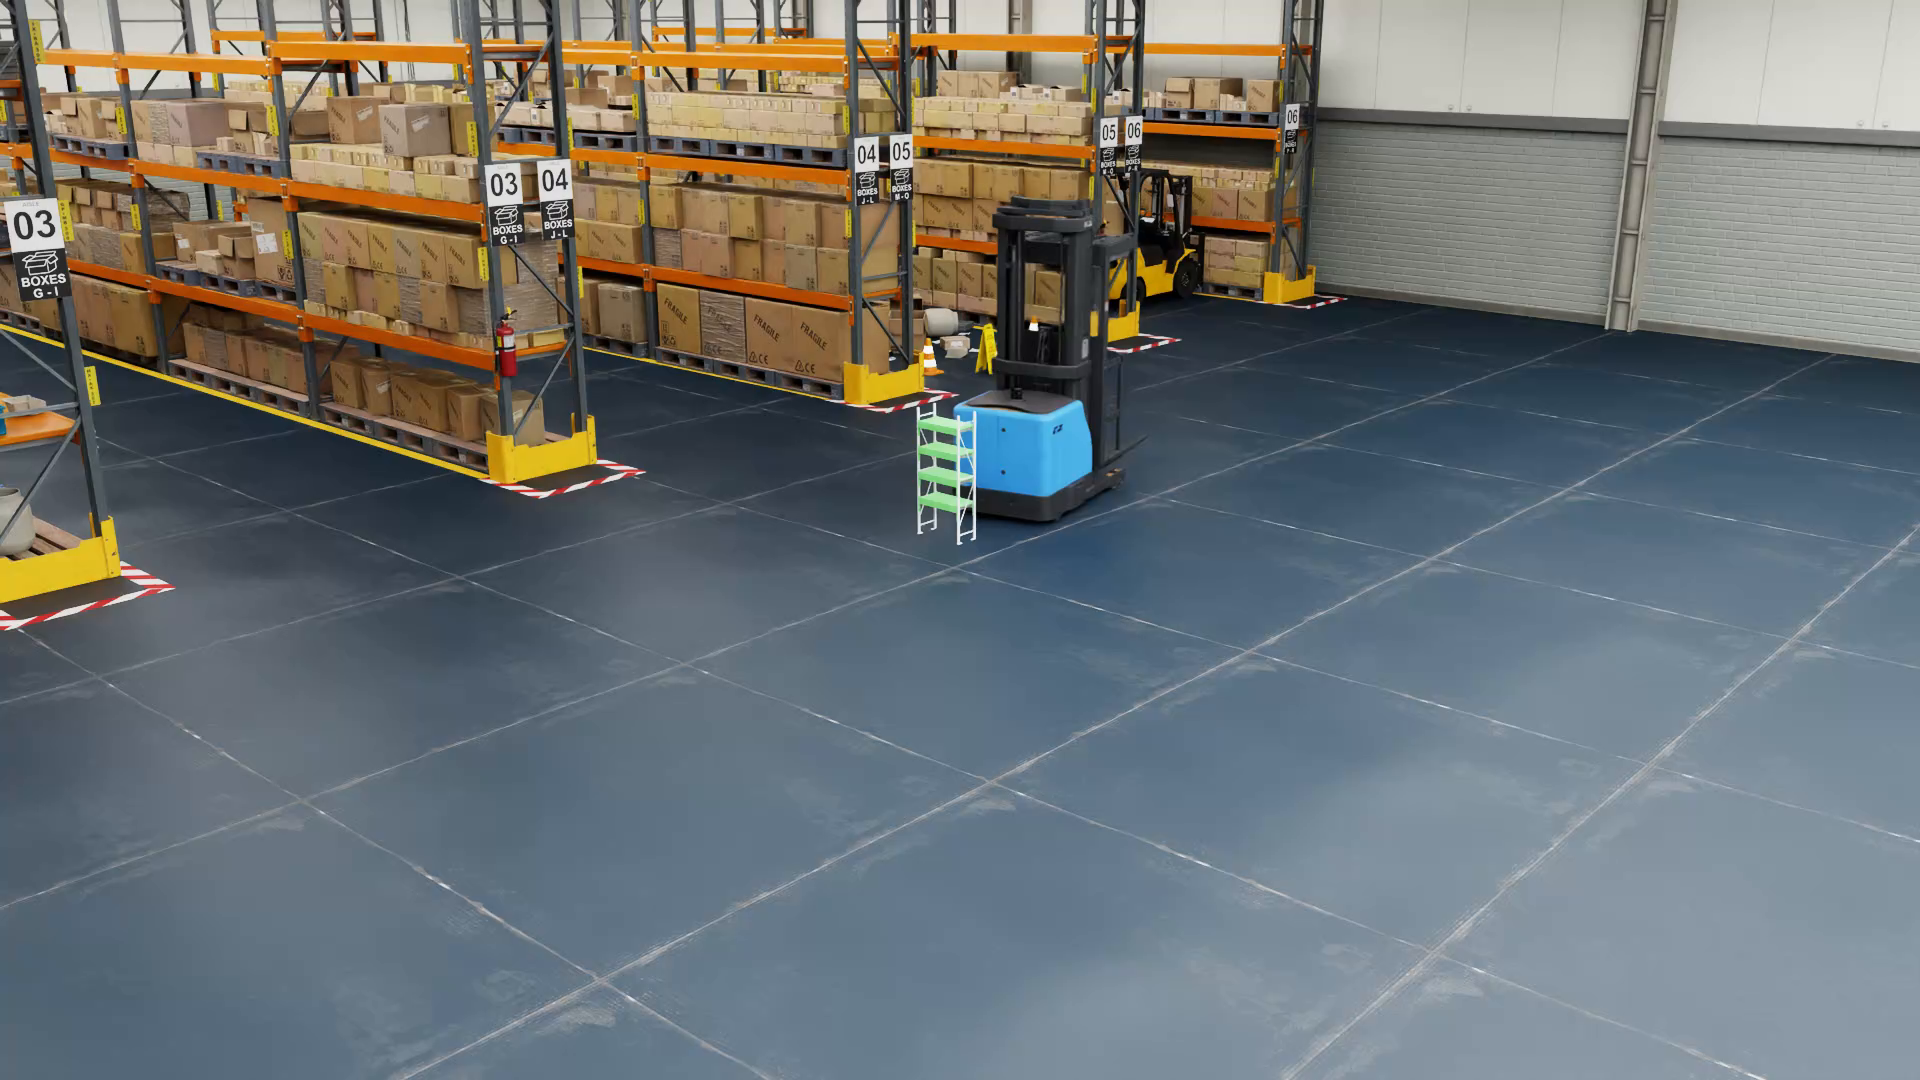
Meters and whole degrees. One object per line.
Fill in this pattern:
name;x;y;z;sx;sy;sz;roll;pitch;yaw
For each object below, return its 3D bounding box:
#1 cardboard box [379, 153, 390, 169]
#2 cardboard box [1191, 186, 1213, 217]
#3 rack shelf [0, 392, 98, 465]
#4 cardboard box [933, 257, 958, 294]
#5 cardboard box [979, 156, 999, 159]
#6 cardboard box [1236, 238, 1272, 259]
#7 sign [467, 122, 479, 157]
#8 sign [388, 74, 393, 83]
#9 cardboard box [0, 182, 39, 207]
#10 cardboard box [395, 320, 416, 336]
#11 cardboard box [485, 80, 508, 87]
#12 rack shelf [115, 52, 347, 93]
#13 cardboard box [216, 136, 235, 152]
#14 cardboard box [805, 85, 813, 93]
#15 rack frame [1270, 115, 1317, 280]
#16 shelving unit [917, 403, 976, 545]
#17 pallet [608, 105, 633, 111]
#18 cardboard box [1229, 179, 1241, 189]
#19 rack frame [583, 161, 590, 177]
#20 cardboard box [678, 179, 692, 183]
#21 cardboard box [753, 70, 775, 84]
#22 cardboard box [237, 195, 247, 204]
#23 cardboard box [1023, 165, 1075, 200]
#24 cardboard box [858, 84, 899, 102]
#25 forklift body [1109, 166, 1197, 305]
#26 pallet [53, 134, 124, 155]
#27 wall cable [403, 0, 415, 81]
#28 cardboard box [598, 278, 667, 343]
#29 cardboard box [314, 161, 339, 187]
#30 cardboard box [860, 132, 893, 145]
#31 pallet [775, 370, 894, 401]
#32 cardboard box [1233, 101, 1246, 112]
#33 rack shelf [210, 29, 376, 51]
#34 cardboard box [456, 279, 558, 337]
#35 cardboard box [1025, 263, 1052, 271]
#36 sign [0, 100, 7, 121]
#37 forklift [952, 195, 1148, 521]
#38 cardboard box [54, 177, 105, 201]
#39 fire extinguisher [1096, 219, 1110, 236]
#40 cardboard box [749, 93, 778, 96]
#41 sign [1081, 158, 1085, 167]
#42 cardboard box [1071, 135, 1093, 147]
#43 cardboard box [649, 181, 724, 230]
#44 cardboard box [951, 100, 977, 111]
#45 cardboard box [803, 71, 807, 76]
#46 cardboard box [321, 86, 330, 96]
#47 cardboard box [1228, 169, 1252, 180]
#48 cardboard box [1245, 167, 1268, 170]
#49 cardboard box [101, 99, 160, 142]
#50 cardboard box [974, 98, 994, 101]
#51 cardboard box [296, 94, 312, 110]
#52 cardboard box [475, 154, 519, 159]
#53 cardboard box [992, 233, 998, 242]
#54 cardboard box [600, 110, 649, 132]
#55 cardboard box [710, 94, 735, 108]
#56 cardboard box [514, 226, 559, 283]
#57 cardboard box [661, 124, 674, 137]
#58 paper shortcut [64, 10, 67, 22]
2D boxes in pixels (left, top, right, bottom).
cardboard box;-5.890;-4.012;17.562;0.250;0.149;0.380;14;22;37
cardboard box;4.229;-5.812;28.439;0.500;0.500;0.500;14;23;38
rack shelf;-9.116;-1.088;14.908;4.000;0.370;1.077;15;23;39
cardboard box;-0.076;-4.158;26.003;0.500;0.500;0.500;16;24;41
cardboard box;0.584;-7.333;32.159;0.250;0.149;0.380;14;23;38
cardboard box;4.985;-4.904;27.941;0.500;0.250;0.500;16;24;41
sign;-4.716;-3.880;16.094;0.005;0.325;0.100;15;23;39
sign;-9.575;-7.651;27.935;0.005;0.325;0.100;15;23;39
cardboard box;-13.830;-5.019;24.621;0.500;0.500;0.500;16;24;41
cardboard box;-5.875;-2.318;18.010;0.250;0.149;0.380;15;23;39
cardboard box;-9.326;-9.140;33.522;0.500;0.250;0.500;13;21;34
rack shelf;-8.821;-5.680;20.123;4.000;0.370;1.077;15;23;39
cardboard box;-8.793;-4.825;20.229;0.250;0.166;0.380;14;22;38
cardboard box;-2.921;-9.174;33.796;0.250;0.149;0.380;15;23;40
rack frame;5.537;-5.516;27.671;0.127;3.000;1.000;15;23;39
shelving unit;-0.124;-0.605;15.173;0.503;1.200;0.258;15;23;39
pallet;-6.012;-7.967;30.752;1.217;0.209;0.805;14;22;37
cardboard box;4.727;-5.989;27.925;0.250;0.149;0.380;16;23;40
rack frame;-6.730;-6.801;31.722;0.127;3.000;1.000;15;23;39
cardboard box;-4.655;-6.307;29.585;0.500;0.250;0.500;14;23;38
cardboard box;-3.976;-9.710;34.859;0.500;0.250;0.500;15;23;39
cardboard box;-12.907;-6.205;30.259;0.250;0.149;0.380;15;23;39
cardboard box;1.344;-5.214;24.412;0.500;0.500;0.700;15;23;40
cardboard box;-1.265;-7.079;26.366;0.500;0.250;0.500;16;23;40
forklift body;2.908;-5.079;27.698;1.214;2.155;2.313;15;23;39
pallet;-11.672;-5.437;22.776;1.213;0.211;1.003;16;24;42
wall cable;-11.785;-12.352;39.234;0.133;3.039;2.988;15;23;39
cardboard box;-4.481;-3.287;23.673;0.750;0.750;1.050;15;23;39
cardboard box;-6.759;-4.058;18.366;0.500;0.250;0.500;15;23;39
cardboard box;-1.009;-4.951;20.488;0.250;0.149;0.380;15;23;40
pallet;-1.615;-2.065;21.409;1.213;0.211;1.003;15;23;39
cardboard box;4.716;-7.171;27.484;0.250;0.149;0.380;14;22;38
rack shelf;-11.436;-8.578;28.596;4.000;0.370;1.077;15;23;39
cardboard box;-4.726;-2.456;17.372;0.500;0.500;0.875;15;23;39
cardboard box;1.154;-4.108;24.776;0.250;0.149;0.380;16;24;41
sign;-13.675;-6.147;23.716;0.005;0.325;0.100;15;23;39
forklift;1.051;-1.969;16.610;1.130;2.935;3.031;9;20;26
cardboard box;-12.825;-4.959;24.092;0.637;0.503;0.797;14;23;38
fire extinguisher;2.025;-4.228;23.741;0.183;0.674;0.296;15;23;39
cardboard box;-2.528;-5.738;21.650;0.250;0.149;0.380;15;23;39
sign;2.192;-6.708;29.645;0.005;0.325;0.100;15;23;39
cardboard box;1.792;-5.710;23.740;0.250;0.149;0.380;15;23;39
cardboard box;-3.704;-4.559;22.624;0.550;0.550;0.875;15;23;39
cardboard box;0.075;-6.550;25.069;0.250;0.149;0.380;14;22;37
cardboard box;-3.164;-9.776;34.516;0.258;0.266;0.396;15;23;38
cardboard box;-10.356;-7.448;27.565;0.250;0.149;0.380;14;22;37
cardboard box;4.710;-6.127;27.869;0.250;0.149;0.380;16;23;40
cardboard box;5.047;-6.240;28.224;0.250;0.149;0.380;16;23;40
cardboard box;-10.821;-5.541;21.928;0.797;0.503;0.637;-17;24;-42
cardboard box;0.425;-6.665;25.431;0.250;0.149;0.380;14;23;38
cardboard box;-10.836;-7.400;28.071;0.500;0.250;0.500;14;22;37
cardboard box;-4.786;-3.902;17.218;0.250;0.149;0.380;15;23;38
cardboard box;0.693;-4.610;25.233;0.250;0.149;0.380;15;23;39
cardboard box;-4.591;-5.766;22.891;0.500;0.250;0.500;15;23;40
cardboard box;-2.957;-5.587;21.176;0.250;0.149;0.380;15;23;39
cardboard box;-4.563;-2.988;17.396;0.500;0.500;0.500;15;23;39
cardboard box;-3.715;-5.411;21.938;0.250;0.149;0.380;15;23;39
paper shortcut;-11.653;-6.828;21.659;0.078;0.170;0.009;-25;-14;39
